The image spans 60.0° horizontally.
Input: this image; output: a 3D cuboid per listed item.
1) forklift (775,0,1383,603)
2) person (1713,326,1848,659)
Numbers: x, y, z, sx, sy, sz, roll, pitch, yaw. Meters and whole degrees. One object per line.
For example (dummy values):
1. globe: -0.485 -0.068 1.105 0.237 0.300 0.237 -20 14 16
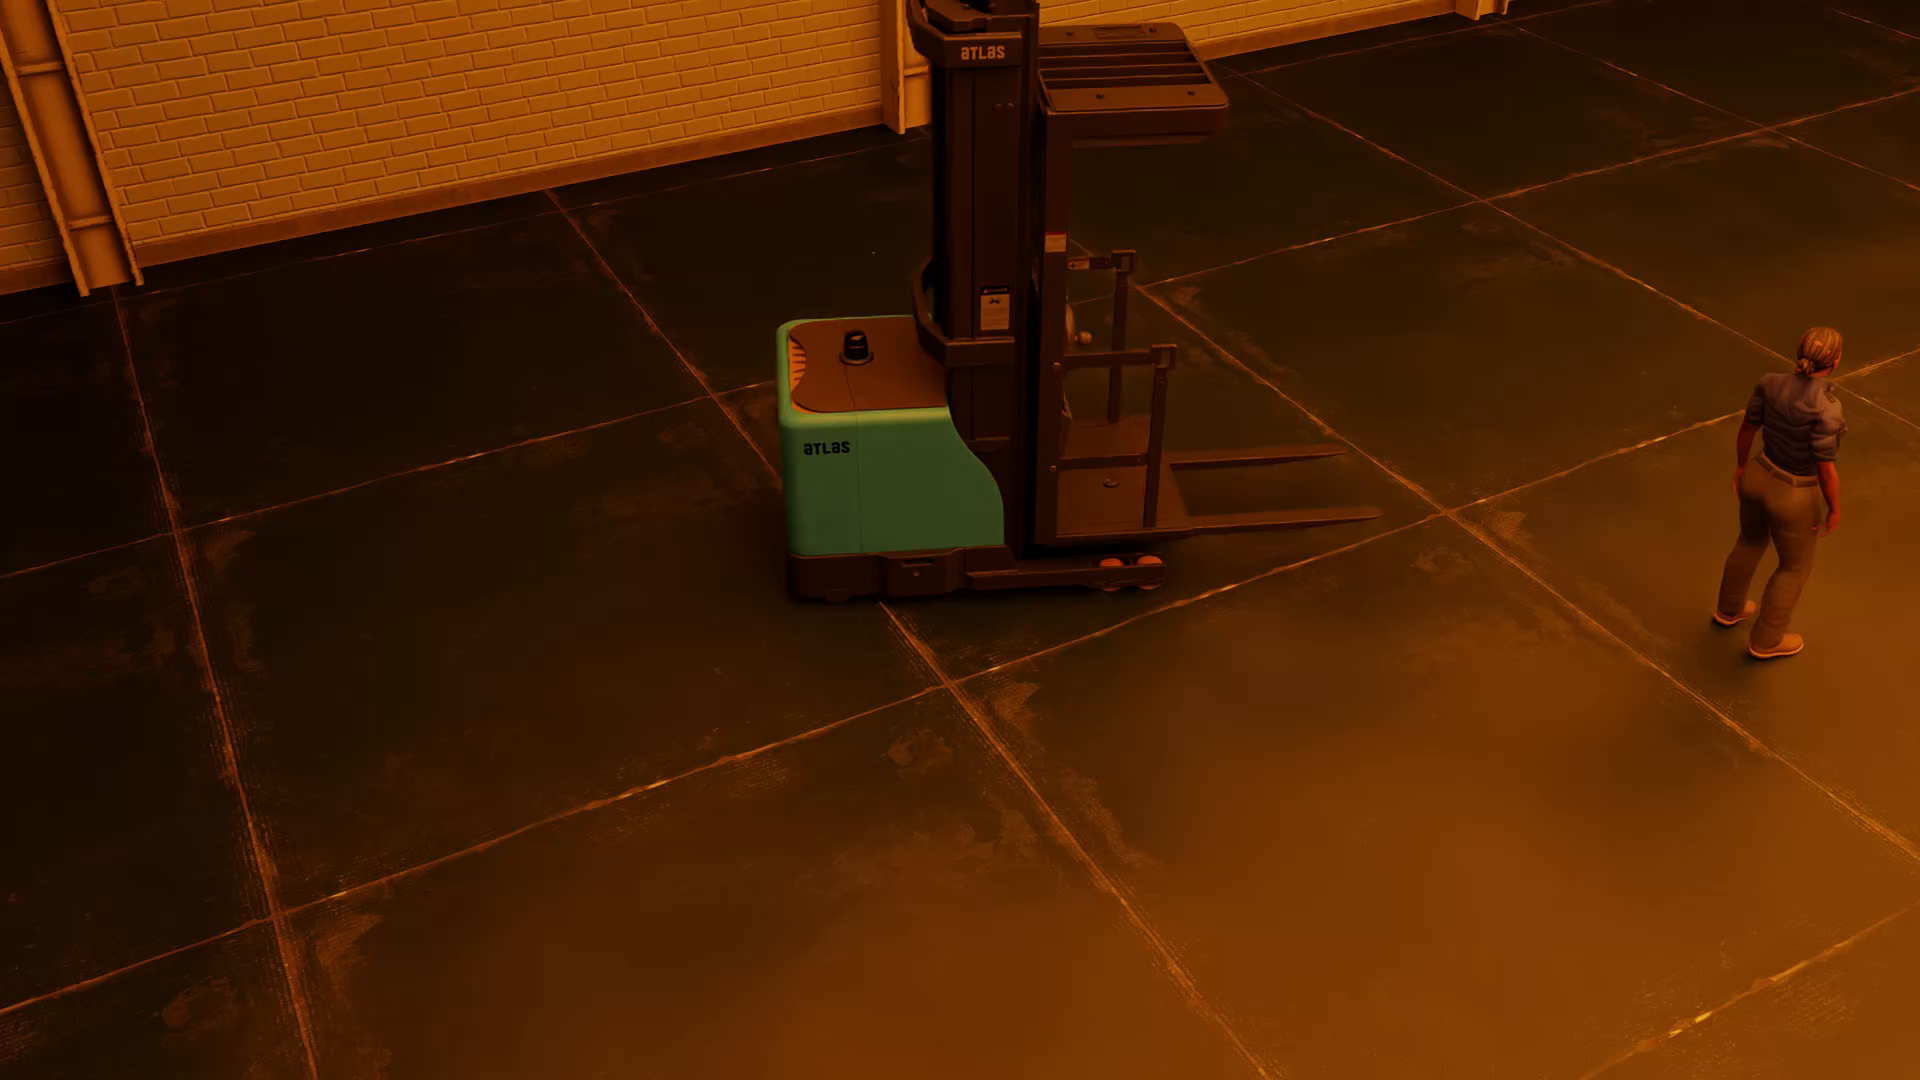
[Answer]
1. forklift: 0.610 -1.241 7.879 3.031 2.935 1.130 -3 35 -5
2. person: 3.775 -0.216 7.564 0.429 1.663 0.534 -14 38 -19
